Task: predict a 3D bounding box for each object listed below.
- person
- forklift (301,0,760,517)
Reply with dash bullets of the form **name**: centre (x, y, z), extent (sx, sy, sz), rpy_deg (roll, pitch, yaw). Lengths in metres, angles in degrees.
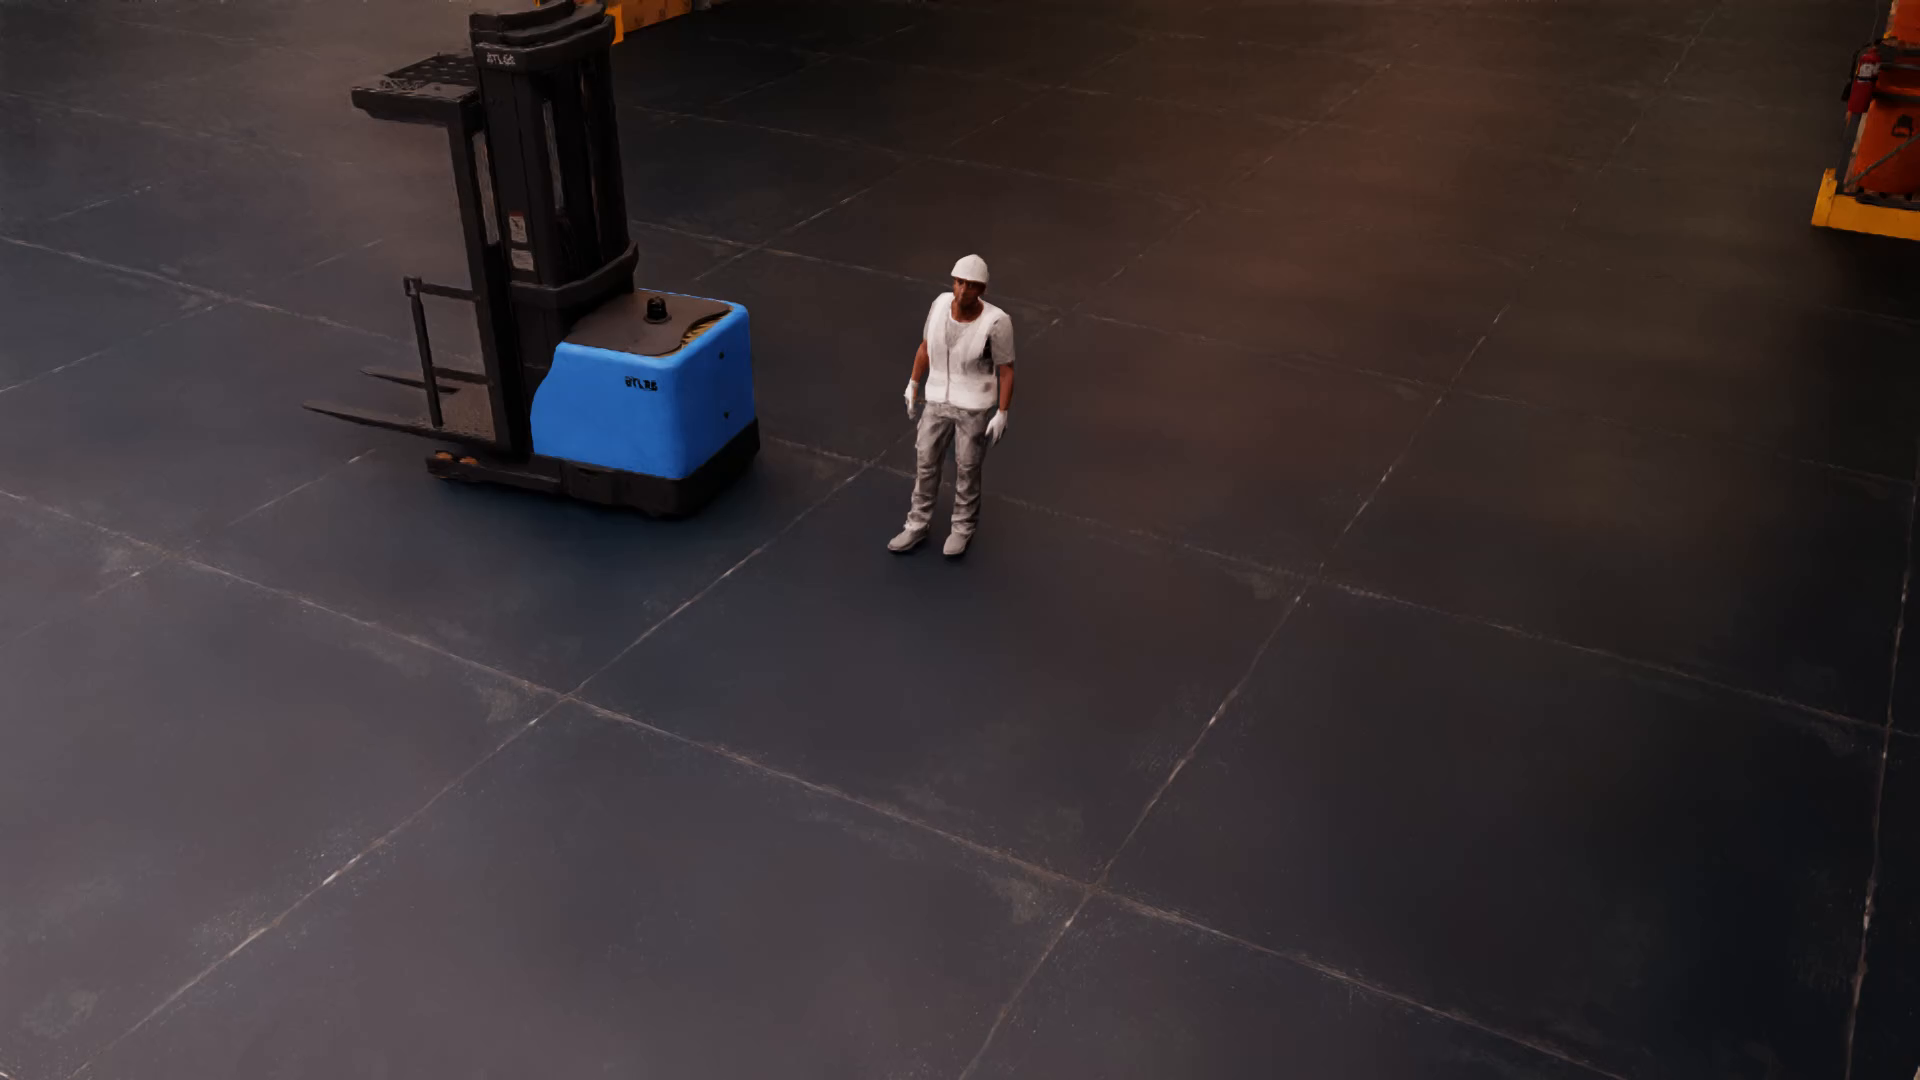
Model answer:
- **person**: centre (-0.042, -0.749, 9.502), extent (0.655, 1.782, 0.576), rpy_deg (15, 33, 25)
- **forklift**: centre (-2.881, -1.864, 10.300), extent (3.031, 2.935, 1.130), rpy_deg (11, 32, 18)
